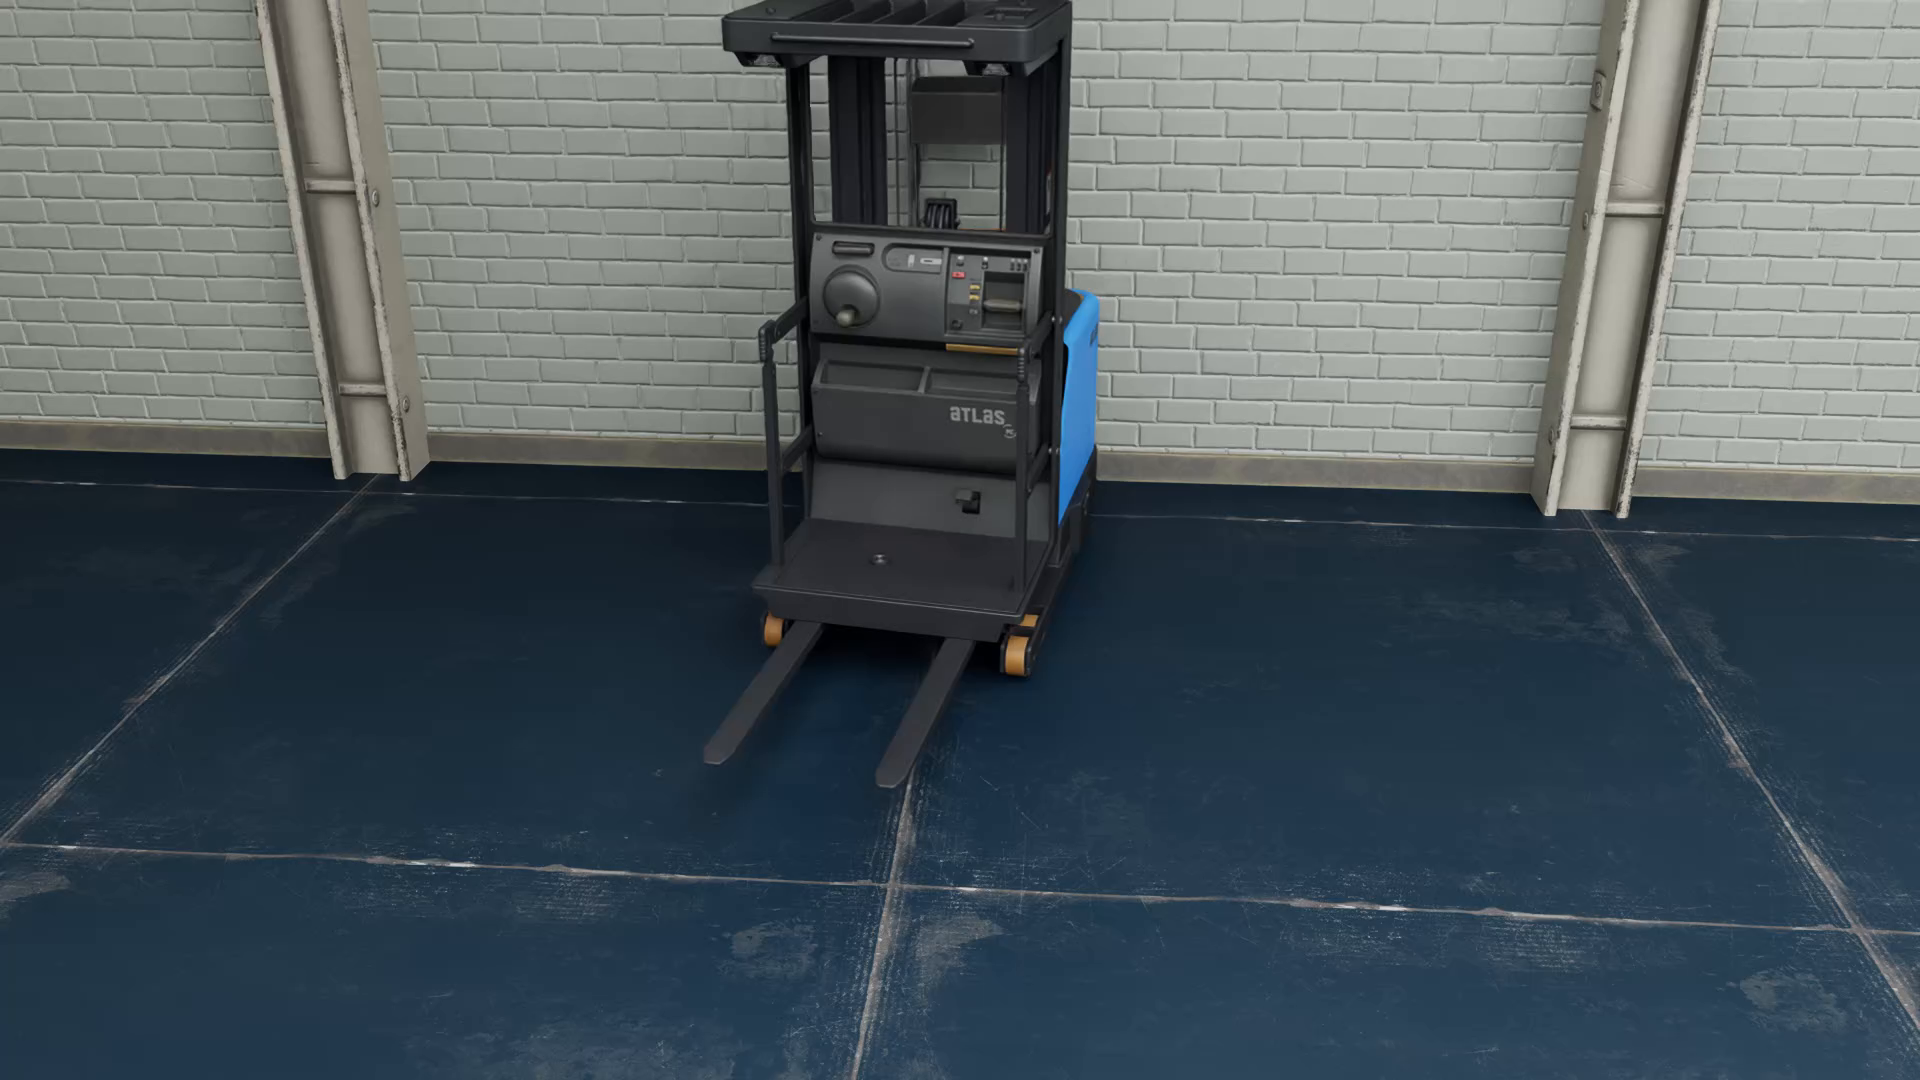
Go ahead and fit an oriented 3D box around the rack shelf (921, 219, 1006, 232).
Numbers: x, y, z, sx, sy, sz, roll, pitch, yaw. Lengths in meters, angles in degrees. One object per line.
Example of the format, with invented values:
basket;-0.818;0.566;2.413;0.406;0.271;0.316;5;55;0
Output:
rack shelf;0.035;-1.199;7.824;0.480;0.518;0.431;2;25;4

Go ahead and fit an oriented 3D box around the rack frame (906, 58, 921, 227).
rack frame;-0.208;-1.219;7.836;0.015;2.100;0.400;2;25;4

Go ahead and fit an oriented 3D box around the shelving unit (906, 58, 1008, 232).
shelving unit;0.035;-1.212;7.819;0.503;2.100;0.431;2;25;4

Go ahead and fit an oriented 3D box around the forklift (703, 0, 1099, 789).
forklift;-0.186;-0.965;6.340;1.130;2.935;3.031;6;25;12

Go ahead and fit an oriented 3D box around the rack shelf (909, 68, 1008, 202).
rack shelf;0.033;-1.834;7.528;0.480;0.518;0.431;2;25;4

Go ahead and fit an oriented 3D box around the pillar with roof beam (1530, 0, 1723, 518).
pillar with roof beam;2.691;-2.470;2.352;0.400;9.000;9.100;2;25;4

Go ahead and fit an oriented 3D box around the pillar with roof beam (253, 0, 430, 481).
pillar with roof beam;-3.291;-2.662;2.769;0.400;9.000;9.100;2;25;4
